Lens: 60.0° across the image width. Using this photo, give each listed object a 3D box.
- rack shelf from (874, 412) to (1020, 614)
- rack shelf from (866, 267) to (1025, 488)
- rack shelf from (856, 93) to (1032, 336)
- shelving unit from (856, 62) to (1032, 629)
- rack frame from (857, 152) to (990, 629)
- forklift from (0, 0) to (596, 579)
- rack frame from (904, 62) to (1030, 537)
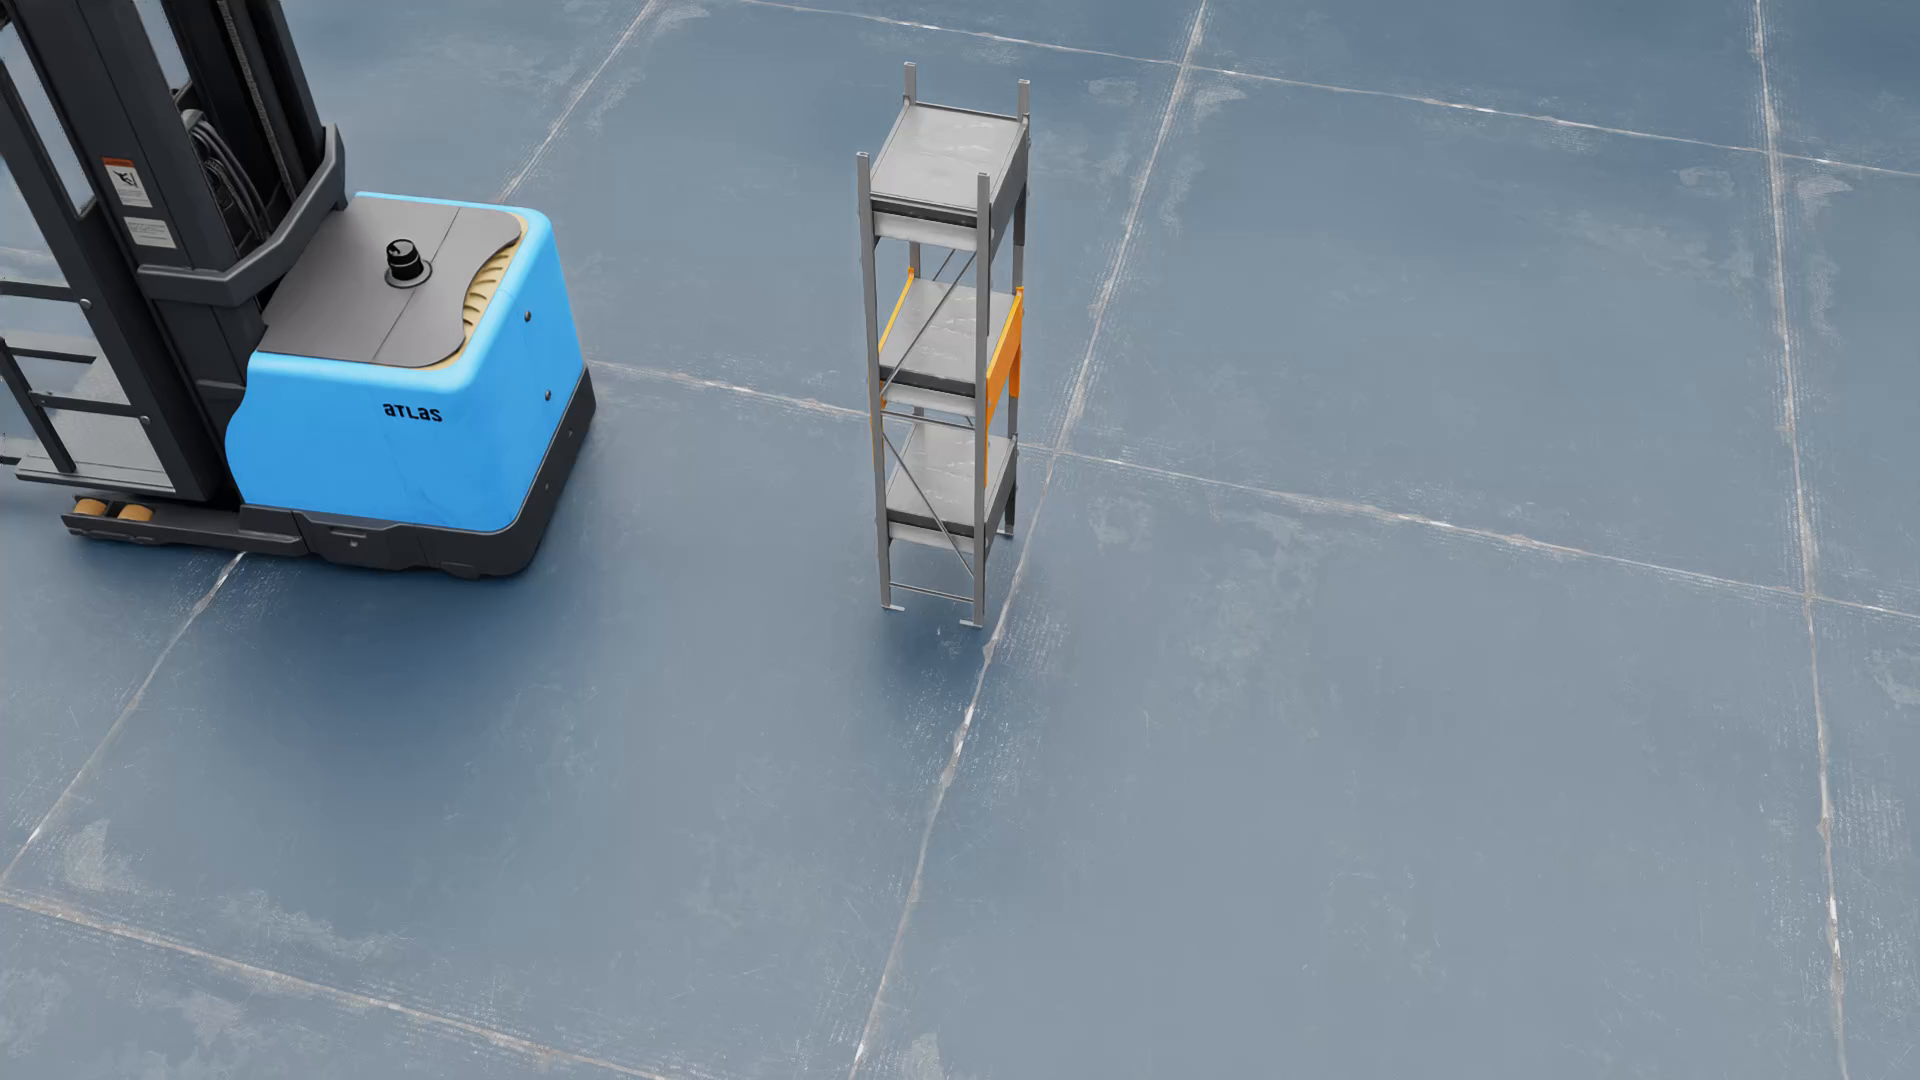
[{"bbox_3d":[-0.044,-0.103,6.311,0.431,0.518,0.480,12,50,10],"label":"rack shelf"},{"bbox_3d":[-0.044,-0.566,5.786,0.431,0.518,0.480,12,50,10],"label":"rack shelf"},{"bbox_3d":[-0.044,-1.029,5.261,0.431,0.518,0.480,12,50,10],"label":"rack shelf"},{"bbox_3d":[-0.044,-0.575,5.776,0.431,2.100,0.503,12,50,10],"label":"shelving unit"},{"bbox_3d":[-0.108,-0.399,5.620,0.400,2.100,0.015,12,50,10],"label":"rack frame"},{"bbox_3d":[-3.109,-1.338,5.894,3.031,2.935,1.130,7,49,6],"label":"forklift"},{"bbox_3d":[0.021,-0.752,5.932,0.400,2.100,0.015,12,50,10],"label":"rack frame"}]
